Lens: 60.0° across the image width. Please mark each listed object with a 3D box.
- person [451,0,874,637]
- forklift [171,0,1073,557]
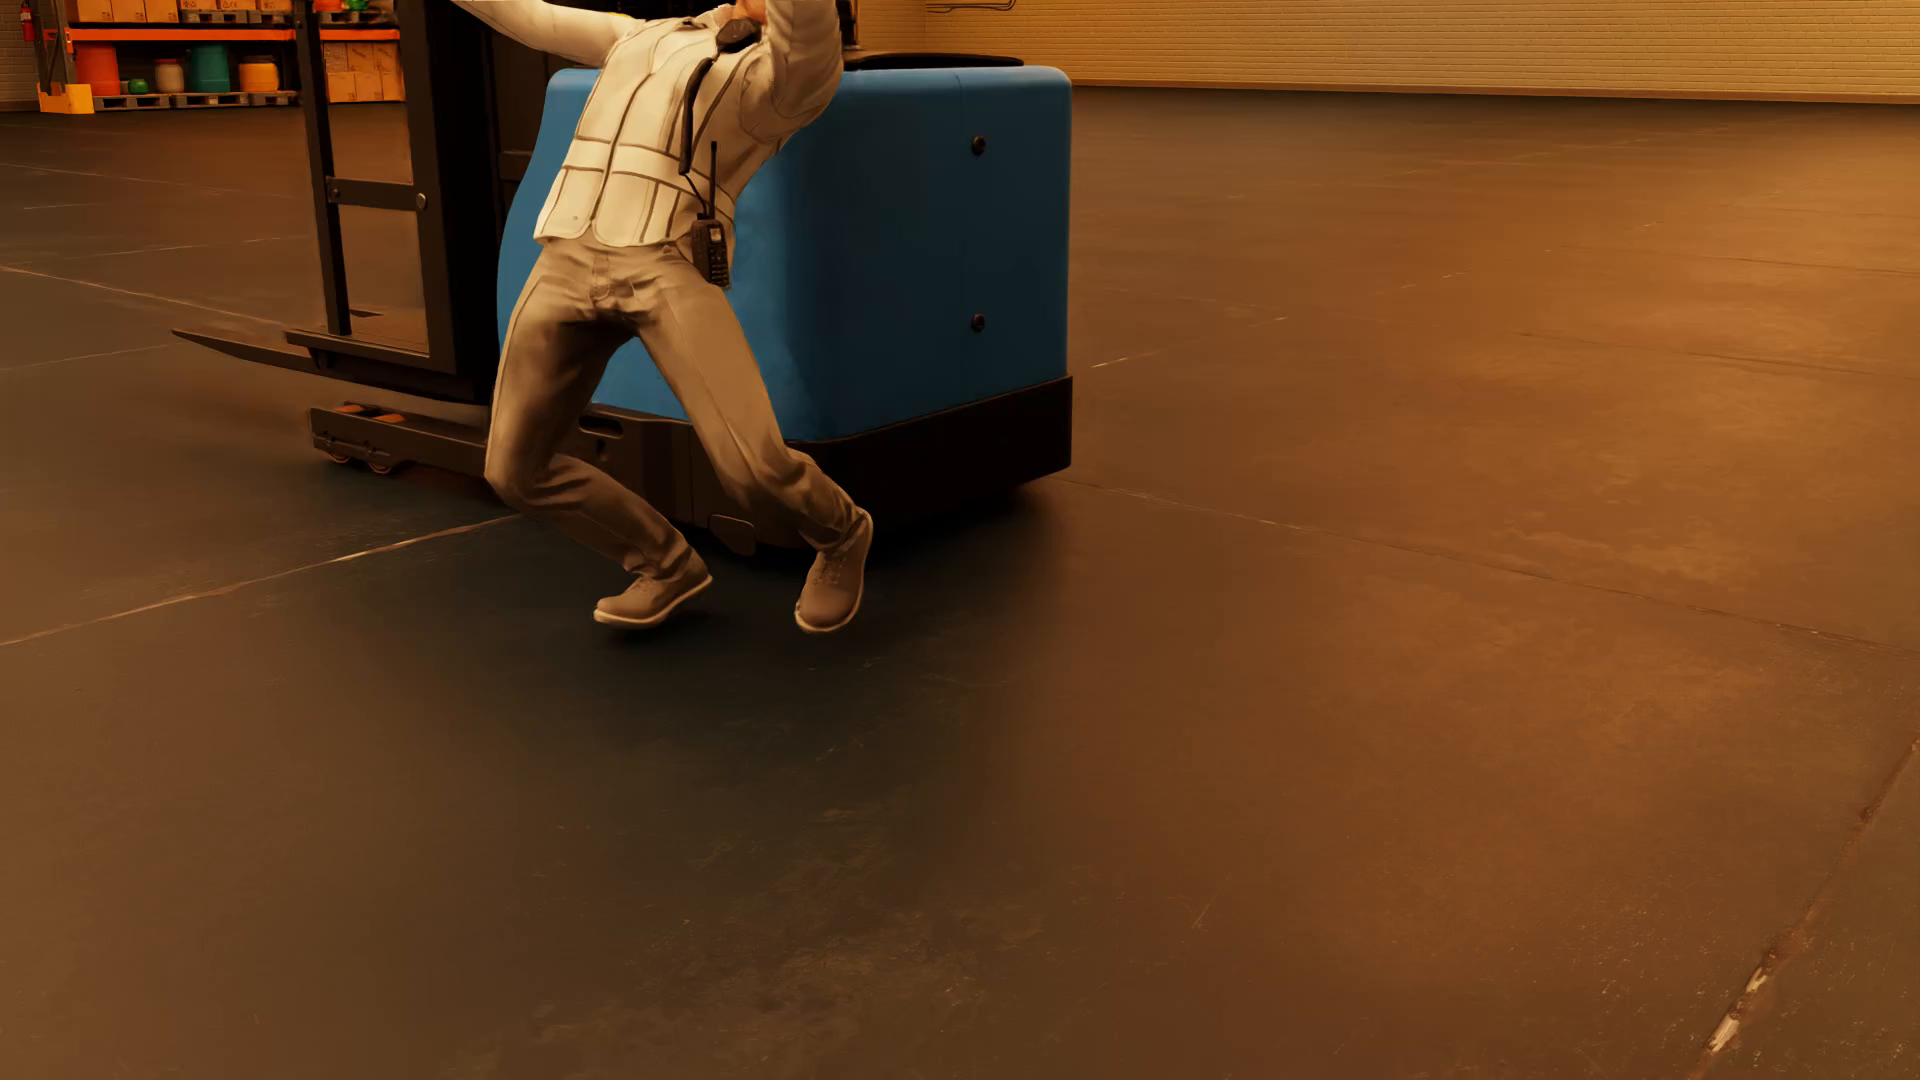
[{"bbox_3d":[-0.590,-0.592,3.162,0.942,1.542,0.680,8,19,25],"label":"person"},{"bbox_3d":[-1.186,-1.688,4.456,3.031,2.935,1.130,13,21,36],"label":"forklift"}]
